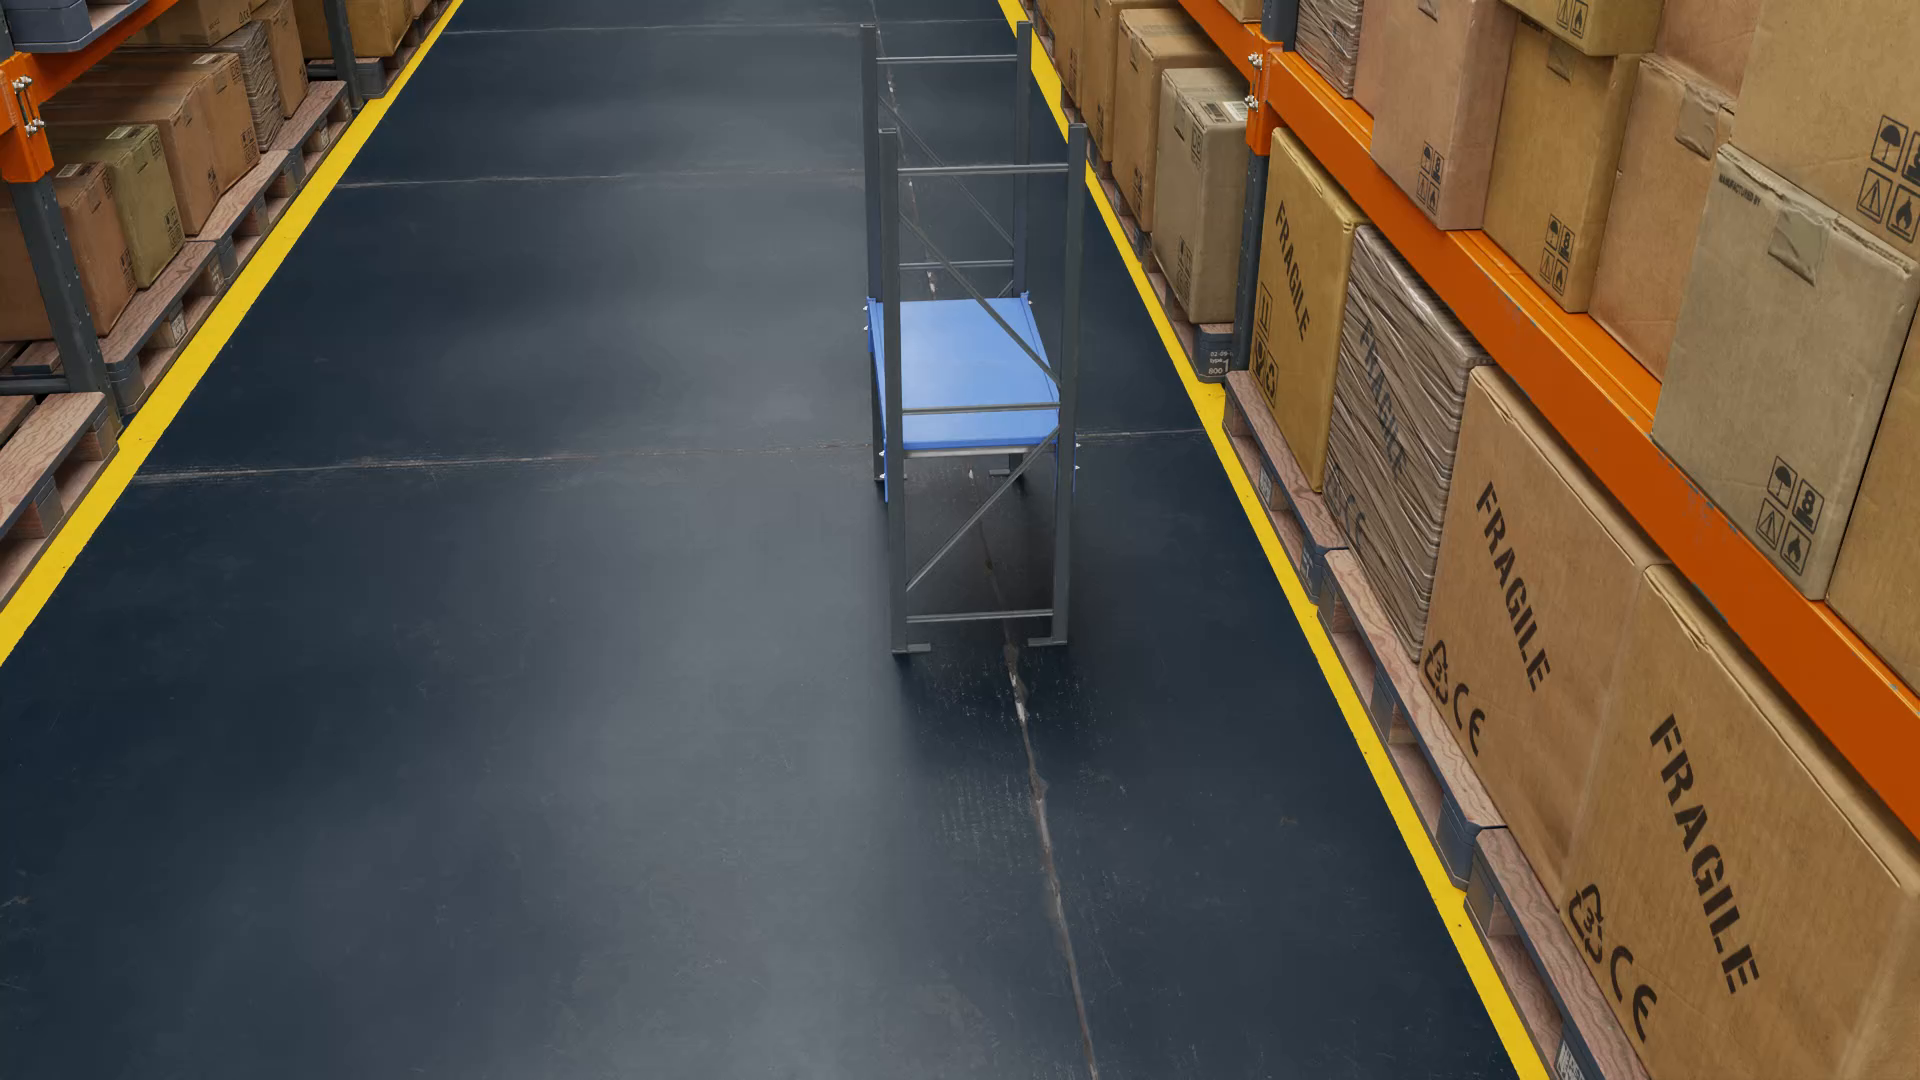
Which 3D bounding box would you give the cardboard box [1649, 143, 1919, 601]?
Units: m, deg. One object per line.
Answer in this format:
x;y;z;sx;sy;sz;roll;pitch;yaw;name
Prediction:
1.709;-0.300;2.681;0.875;0.550;0.550;-3;31;-5;cardboard box

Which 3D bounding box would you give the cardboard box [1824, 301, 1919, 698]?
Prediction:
1.782;-0.020;2.212;0.875;0.550;0.550;-3;31;-5;cardboard box

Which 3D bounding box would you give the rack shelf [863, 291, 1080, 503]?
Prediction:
0.008;-0.446;4.885;0.538;0.185;1.000;-3;31;-5;rack shelf

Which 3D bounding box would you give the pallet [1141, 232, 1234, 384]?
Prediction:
1.341;-1.004;6.725;1.003;0.211;1.213;-3;31;-5;pallet

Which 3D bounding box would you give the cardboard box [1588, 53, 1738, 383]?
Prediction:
1.782;-0.592;3.169;0.875;0.550;0.550;-3;31;-5;cardboard box

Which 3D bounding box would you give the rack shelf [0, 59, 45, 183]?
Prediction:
-3.273;-0.295;3.520;1.077;0.370;4.000;-3;31;-5;rack shelf

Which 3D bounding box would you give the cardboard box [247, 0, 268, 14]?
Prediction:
-3.741;-2.764;8.229;0.500;0.250;0.500;-2;31;-3;cardboard box

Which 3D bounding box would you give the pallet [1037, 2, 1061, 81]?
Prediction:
1.043;-3.055;10.158;1.003;0.211;1.213;-3;31;-5;pallet

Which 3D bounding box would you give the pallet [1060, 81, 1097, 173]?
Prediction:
1.113;-2.250;8.810;1.003;0.211;1.213;-3;31;-5;pallet

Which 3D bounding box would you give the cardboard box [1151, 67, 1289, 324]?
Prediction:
1.340;-1.338;6.349;1.050;0.750;0.750;-3;31;-5;cardboard box

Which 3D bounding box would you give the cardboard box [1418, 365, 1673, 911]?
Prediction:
1.648;0.171;3.701;0.875;0.875;0.875;-3;31;-5;cardboard box

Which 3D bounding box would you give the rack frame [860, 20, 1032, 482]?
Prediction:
-0.040;-0.860;5.227;0.500;1.500;0.032;-3;31;-5;rack frame

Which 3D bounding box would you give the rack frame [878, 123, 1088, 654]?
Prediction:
0.055;-0.341;4.358;0.500;1.500;0.032;-3;31;-5;rack frame

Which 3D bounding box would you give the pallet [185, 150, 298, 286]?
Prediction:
-3.651;-1.449;7.470;1.003;0.211;1.213;-3;31;-5;pallet

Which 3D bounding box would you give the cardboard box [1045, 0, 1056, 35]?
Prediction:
0.793;-3.283;9.850;0.500;0.500;0.500;-3;31;-5;cardboard box

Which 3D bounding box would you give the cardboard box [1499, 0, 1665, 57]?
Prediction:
1.626;-1.321;3.337;0.875;0.550;0.500;-3;31;-5;cardboard box

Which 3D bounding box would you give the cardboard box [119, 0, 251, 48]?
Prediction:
-3.681;-2.494;7.777;0.500;0.250;0.500;1;31;1;cardboard box

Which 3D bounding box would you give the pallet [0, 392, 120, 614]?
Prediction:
-3.362;-0.086;5.189;1.003;0.211;1.213;-3;31;-5;pallet

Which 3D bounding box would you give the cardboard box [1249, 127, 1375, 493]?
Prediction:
1.477;-0.754;5.250;0.875;0.875;0.875;-2;31;-4;cardboard box

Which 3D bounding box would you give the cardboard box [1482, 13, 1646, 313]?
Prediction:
1.691;-0.860;3.619;0.875;0.550;0.500;-3;31;-5;cardboard box

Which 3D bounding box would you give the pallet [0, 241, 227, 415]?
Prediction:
-3.534;-0.825;6.425;1.003;0.211;1.213;-3;31;-5;pallet

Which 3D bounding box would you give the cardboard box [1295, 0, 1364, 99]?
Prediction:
1.534;-1.687;5.003;0.875;0.550;0.550;-3;31;-5;cardboard box

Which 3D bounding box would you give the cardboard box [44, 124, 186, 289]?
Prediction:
-3.521;-1.299;6.509;0.700;0.500;0.500;-3;31;-5;cardboard box

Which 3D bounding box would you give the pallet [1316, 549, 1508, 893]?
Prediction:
1.598;0.403;4.370;1.003;0.211;1.213;-3;31;-5;pallet

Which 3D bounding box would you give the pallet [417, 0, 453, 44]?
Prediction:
-3.943;-3.497;10.899;1.003;0.211;1.213;-3;31;-5;pallet

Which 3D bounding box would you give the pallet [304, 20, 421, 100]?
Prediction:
-3.832;-2.876;9.859;1.003;0.211;1.213;-3;31;-5;pallet

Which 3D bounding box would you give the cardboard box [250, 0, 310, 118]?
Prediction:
-3.751;-2.441;8.421;0.700;0.500;0.500;-4;31;-7;cardboard box

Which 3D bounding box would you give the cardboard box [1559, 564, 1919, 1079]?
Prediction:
1.733;0.620;2.949;0.875;0.875;0.875;-3;31;-4;cardboard box

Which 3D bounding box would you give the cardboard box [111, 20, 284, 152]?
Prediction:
-3.686;-2.159;7.948;0.700;0.500;0.500;-5;31;-9;cardboard box

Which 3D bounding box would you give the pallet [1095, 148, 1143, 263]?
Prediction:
1.224;-1.628;7.770;1.003;0.211;1.213;-3;31;-5;pallet

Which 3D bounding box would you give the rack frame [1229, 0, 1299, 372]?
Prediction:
1.488;-1.811;5.356;1.000;3.000;0.127;-3;31;-5;rack frame

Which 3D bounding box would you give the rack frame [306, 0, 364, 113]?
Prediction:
-3.833;-3.667;8.464;1.000;3.000;0.127;-3;31;-5;rack frame

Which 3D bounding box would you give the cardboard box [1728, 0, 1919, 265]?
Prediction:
1.722;-0.764;2.405;0.875;0.550;0.550;-3;31;-5;cardboard box

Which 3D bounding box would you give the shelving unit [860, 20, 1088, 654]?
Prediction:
0.008;-0.600;4.792;0.538;1.500;1.048;-3;31;-5;shelving unit

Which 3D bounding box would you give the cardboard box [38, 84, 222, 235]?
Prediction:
-3.574;-1.585;6.987;0.700;0.500;0.500;-5;31;-9;cardboard box

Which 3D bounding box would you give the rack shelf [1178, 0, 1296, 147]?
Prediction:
1.301;-2.523;7.250;1.077;0.370;4.000;-3;31;-5;rack shelf

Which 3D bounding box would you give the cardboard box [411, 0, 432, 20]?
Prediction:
-3.953;-3.744;10.255;1.225;0.875;0.875;-3;31;-4;cardboard box

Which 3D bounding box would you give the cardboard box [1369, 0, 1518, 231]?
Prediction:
1.542;-1.126;4.064;0.875;0.550;0.550;-3;31;-5;cardboard box

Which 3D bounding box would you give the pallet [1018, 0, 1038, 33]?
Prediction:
0.932;-3.676;11.199;1.003;0.211;1.213;-3;31;-5;pallet

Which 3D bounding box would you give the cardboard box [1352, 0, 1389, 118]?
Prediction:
1.608;-1.408;4.535;0.875;0.550;0.550;-3;31;-5;cardboard box

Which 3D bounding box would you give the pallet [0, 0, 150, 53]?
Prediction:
-3.386;-1.939;5.759;1.003;0.211;1.213;-3;31;-5;pallet

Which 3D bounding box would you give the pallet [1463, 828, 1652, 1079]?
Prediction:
1.709;1.024;3.329;1.003;0.211;1.213;-3;31;-5;pallet

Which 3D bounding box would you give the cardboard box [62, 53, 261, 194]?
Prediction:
-3.627;-1.870;7.464;0.700;0.500;0.500;0;31;0;cardboard box

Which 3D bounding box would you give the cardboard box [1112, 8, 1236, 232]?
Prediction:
1.254;-1.830;7.174;1.050;0.750;0.750;-3;31;-5;cardboard box

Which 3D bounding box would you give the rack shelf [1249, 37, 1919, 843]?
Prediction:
1.675;-0.481;3.831;1.077;0.370;4.000;-3;31;-5;rack shelf

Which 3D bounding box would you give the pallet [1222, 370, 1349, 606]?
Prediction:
1.481;-0.222;5.415;1.003;0.211;1.213;-3;31;-5;pallet

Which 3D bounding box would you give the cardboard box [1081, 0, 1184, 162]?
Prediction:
1.167;-2.306;7.970;1.050;0.750;0.750;-2;31;-4;cardboard box

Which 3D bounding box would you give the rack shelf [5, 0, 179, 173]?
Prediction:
-3.647;-2.337;6.939;1.077;0.370;4.000;-3;31;-5;rack shelf

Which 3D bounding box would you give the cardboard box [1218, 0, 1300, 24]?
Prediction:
1.173;-2.107;5.755;0.500;0.500;0.500;-3;31;-5;cardboard box

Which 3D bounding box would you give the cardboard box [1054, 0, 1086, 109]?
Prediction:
1.082;-2.752;8.717;1.050;0.750;0.750;-3;31;-5;cardboard box

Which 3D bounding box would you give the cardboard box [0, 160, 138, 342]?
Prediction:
-3.496;-1.055;6.099;0.700;0.500;0.500;-5;31;-8;cardboard box

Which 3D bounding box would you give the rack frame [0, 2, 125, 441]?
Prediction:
-3.460;-1.625;5.045;1.000;3.000;0.127;-3;31;-5;rack frame

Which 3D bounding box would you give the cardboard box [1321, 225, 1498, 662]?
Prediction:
1.565;-0.294;4.480;0.875;0.875;0.875;-3;31;-4;cardboard box

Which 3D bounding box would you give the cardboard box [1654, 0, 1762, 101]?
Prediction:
1.805;-1.057;2.894;0.875;0.550;0.550;-3;31;-5;cardboard box

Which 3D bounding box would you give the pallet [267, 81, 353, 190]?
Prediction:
-3.762;-2.071;8.511;1.003;0.211;1.213;-3;31;-5;pallet

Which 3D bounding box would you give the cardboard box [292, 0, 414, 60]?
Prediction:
-3.877;-3.288;9.492;1.225;0.875;0.875;-4;31;-7;cardboard box

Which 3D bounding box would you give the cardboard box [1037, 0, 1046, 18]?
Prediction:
0.748;-3.549;10.294;0.500;0.500;0.500;-2;31;-3;cardboard box
